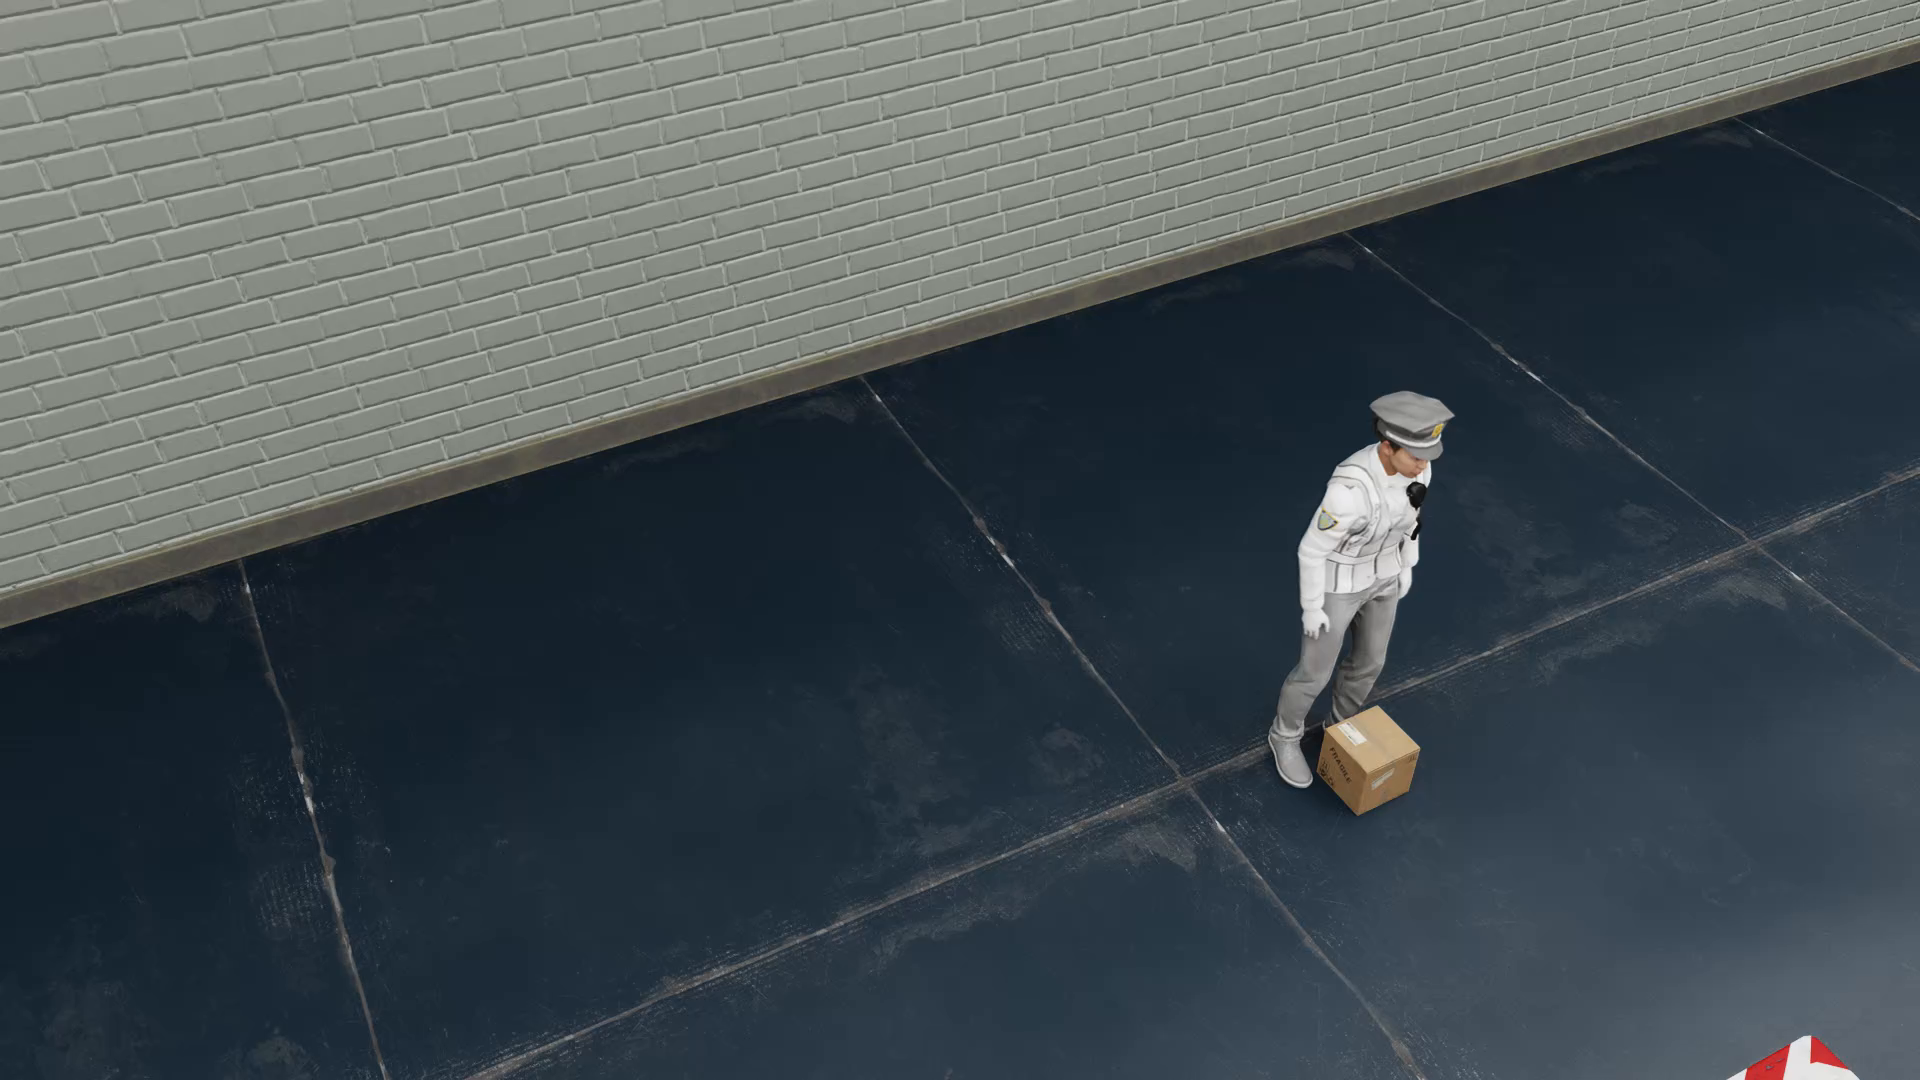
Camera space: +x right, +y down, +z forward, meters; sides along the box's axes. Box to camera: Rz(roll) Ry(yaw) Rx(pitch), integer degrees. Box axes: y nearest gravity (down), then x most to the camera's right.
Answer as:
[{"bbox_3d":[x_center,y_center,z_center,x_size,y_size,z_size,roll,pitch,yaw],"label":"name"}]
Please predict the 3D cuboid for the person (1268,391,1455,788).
[{"bbox_3d":[1.434,0.173,5.962,0.539,1.661,0.415,-22,46,-23],"label":"person"}]
